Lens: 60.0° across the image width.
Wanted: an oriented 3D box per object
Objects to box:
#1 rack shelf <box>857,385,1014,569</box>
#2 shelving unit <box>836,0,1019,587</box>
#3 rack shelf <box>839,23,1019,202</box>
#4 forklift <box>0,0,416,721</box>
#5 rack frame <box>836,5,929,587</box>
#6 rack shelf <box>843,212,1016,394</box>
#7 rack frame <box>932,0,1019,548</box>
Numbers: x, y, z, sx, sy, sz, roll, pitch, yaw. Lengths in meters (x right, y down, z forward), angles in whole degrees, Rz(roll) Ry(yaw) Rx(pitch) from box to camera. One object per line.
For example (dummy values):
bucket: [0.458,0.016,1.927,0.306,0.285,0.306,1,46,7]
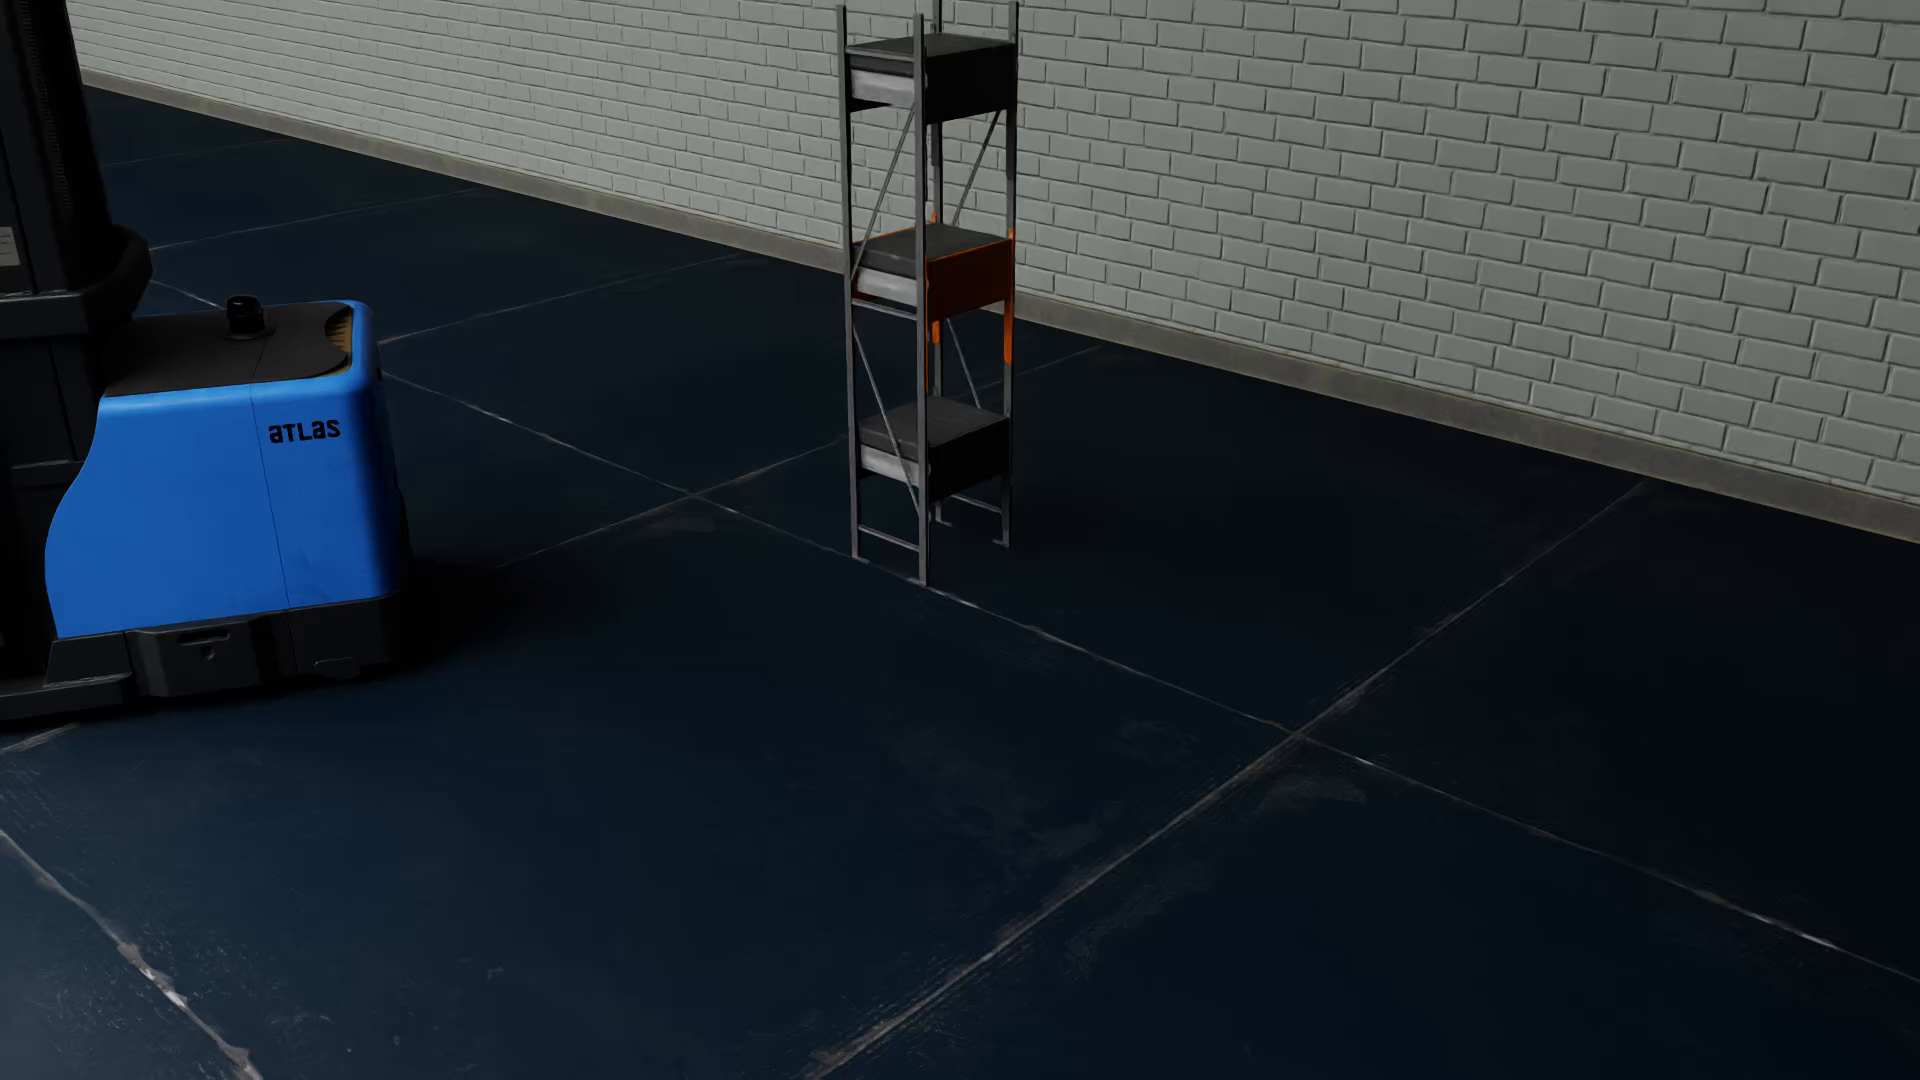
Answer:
rack shelf: [-0.110,-0.256,6.500,0.431,0.518,0.480,20,31,38]
shelving unit: [-0.110,-0.908,6.208,0.431,2.100,0.503,20,31,38]
rack shelf: [-0.110,-1.534,5.927,0.431,0.518,0.480,20,31,38]
forklift: [-3.455,-0.882,5.134,3.031,2.935,1.130,-8,25,-16]
rack frame: [-0.273,-0.833,6.042,0.400,2.100,0.015,20,31,38]
rack shelf: [-0.110,-0.895,6.214,0.431,0.518,0.480,20,31,38]
rack frame: [0.052,-0.982,6.374,0.400,2.100,0.015,20,31,38]
